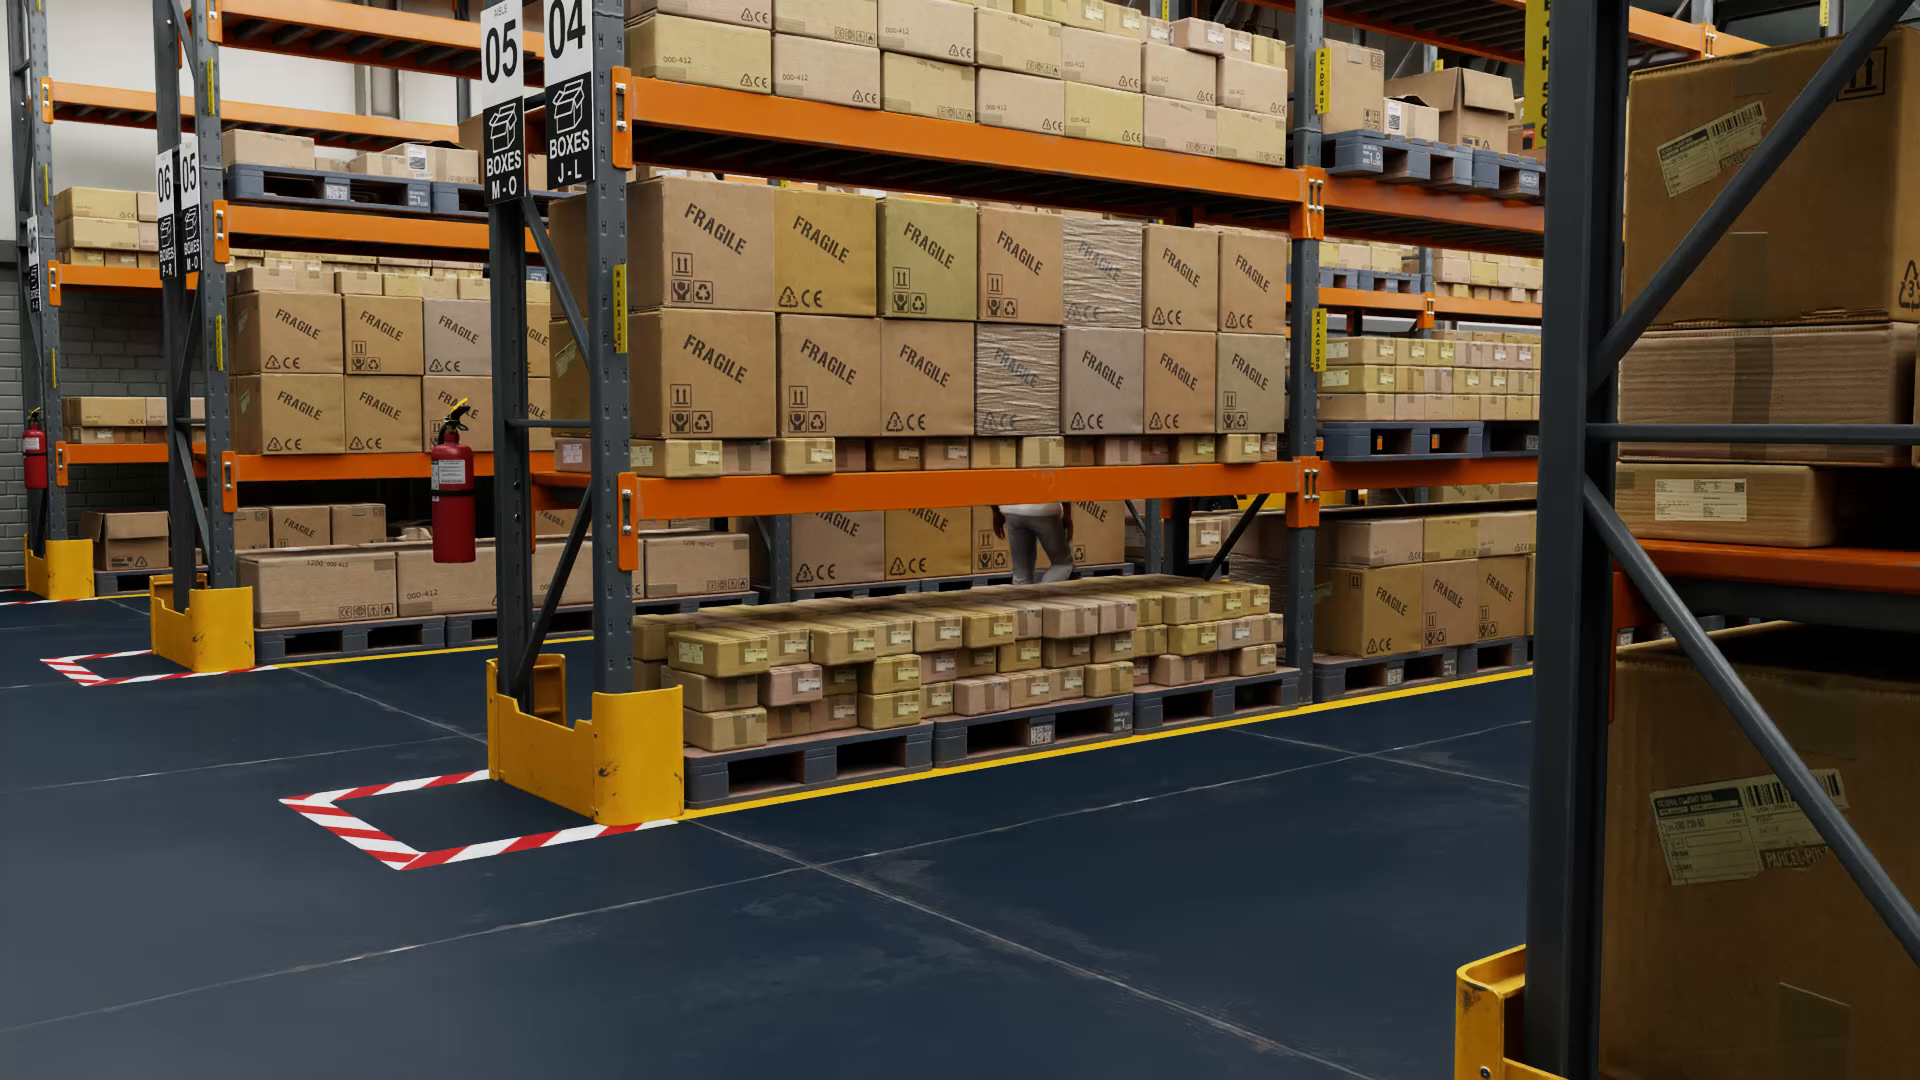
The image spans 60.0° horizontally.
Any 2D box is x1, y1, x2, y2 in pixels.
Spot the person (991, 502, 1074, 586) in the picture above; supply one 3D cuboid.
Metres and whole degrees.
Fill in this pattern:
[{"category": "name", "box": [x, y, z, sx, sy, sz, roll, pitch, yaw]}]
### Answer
[{"category": "person", "box": [0.486, -0.174, 10.932, 0.607, 1.759, 0.468, 2, 5, 24]}]
